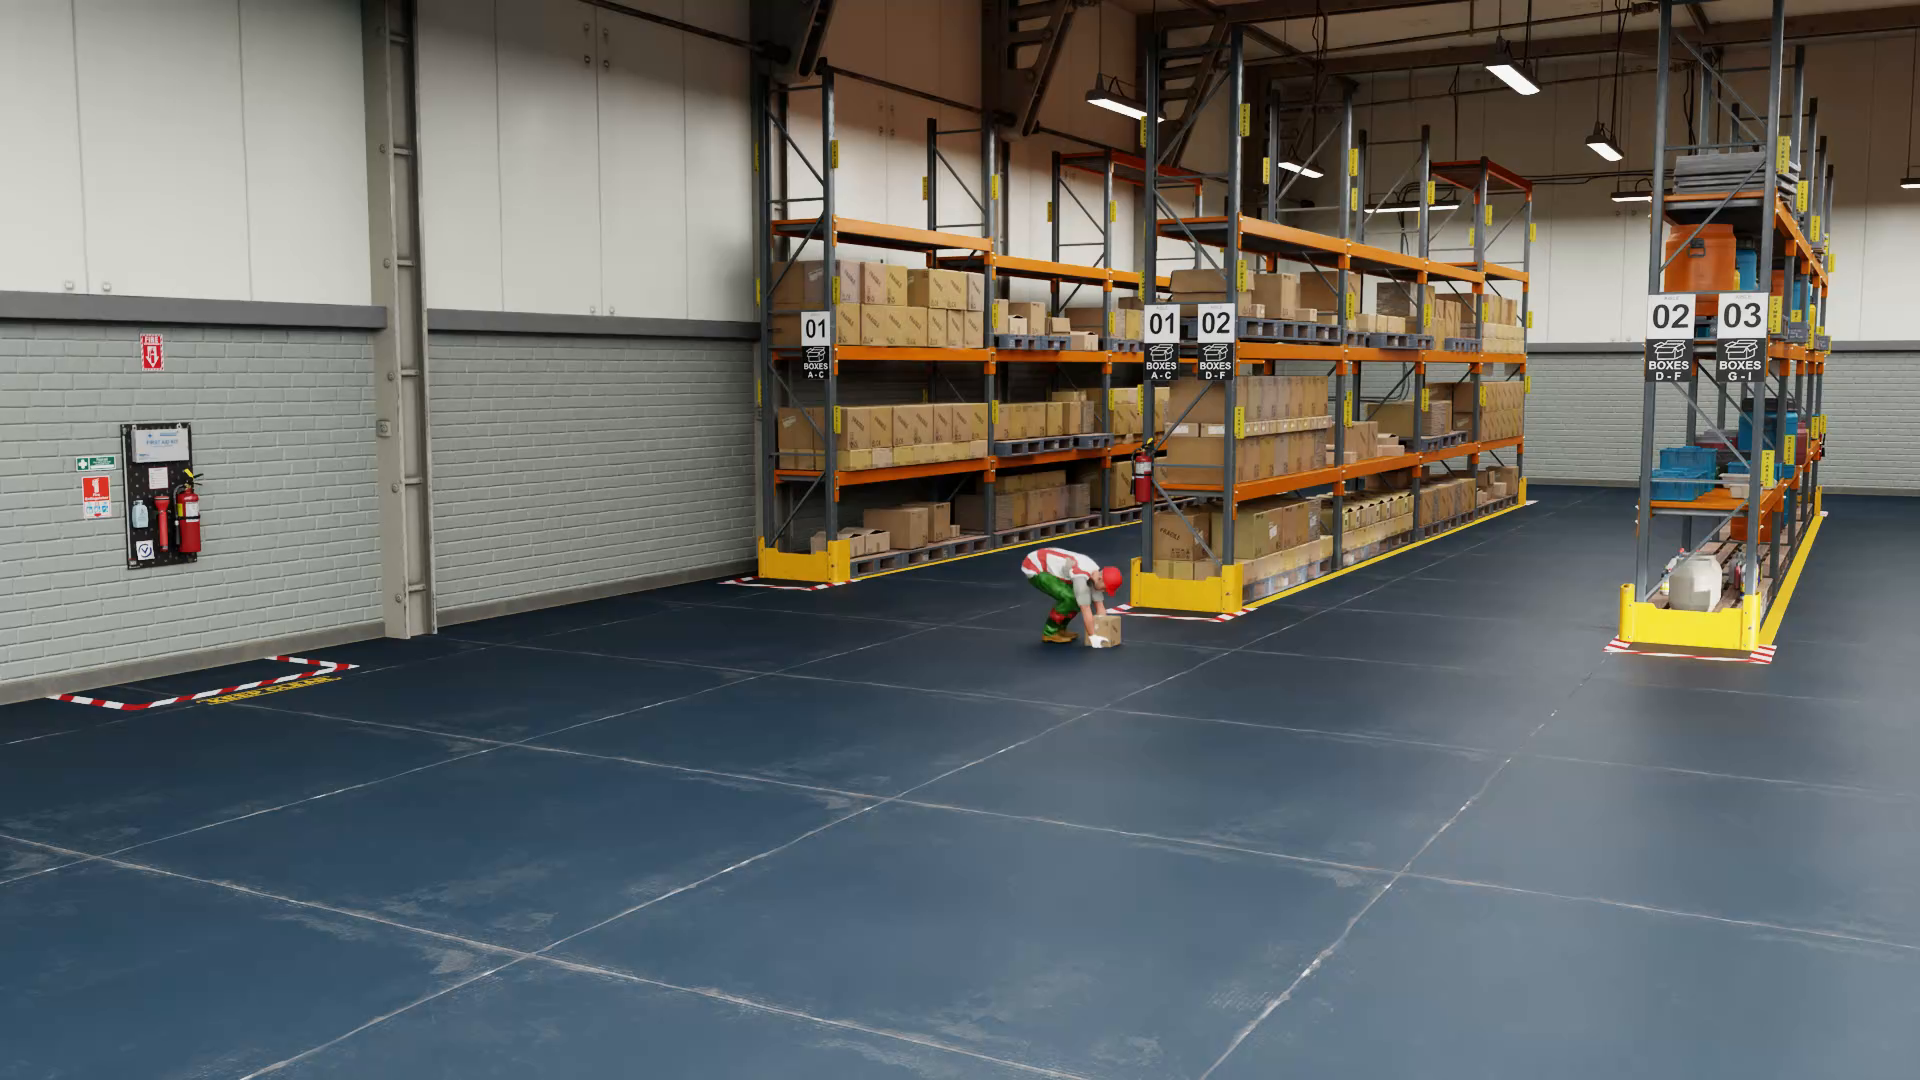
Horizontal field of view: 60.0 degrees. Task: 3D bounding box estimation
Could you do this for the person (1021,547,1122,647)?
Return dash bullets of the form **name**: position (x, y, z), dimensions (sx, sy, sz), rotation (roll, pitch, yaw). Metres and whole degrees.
- **person**: position (1.050, 0.525, 15.435), dimensions (0.961, 0.893, 0.530), rotation (3, 7, 26)
